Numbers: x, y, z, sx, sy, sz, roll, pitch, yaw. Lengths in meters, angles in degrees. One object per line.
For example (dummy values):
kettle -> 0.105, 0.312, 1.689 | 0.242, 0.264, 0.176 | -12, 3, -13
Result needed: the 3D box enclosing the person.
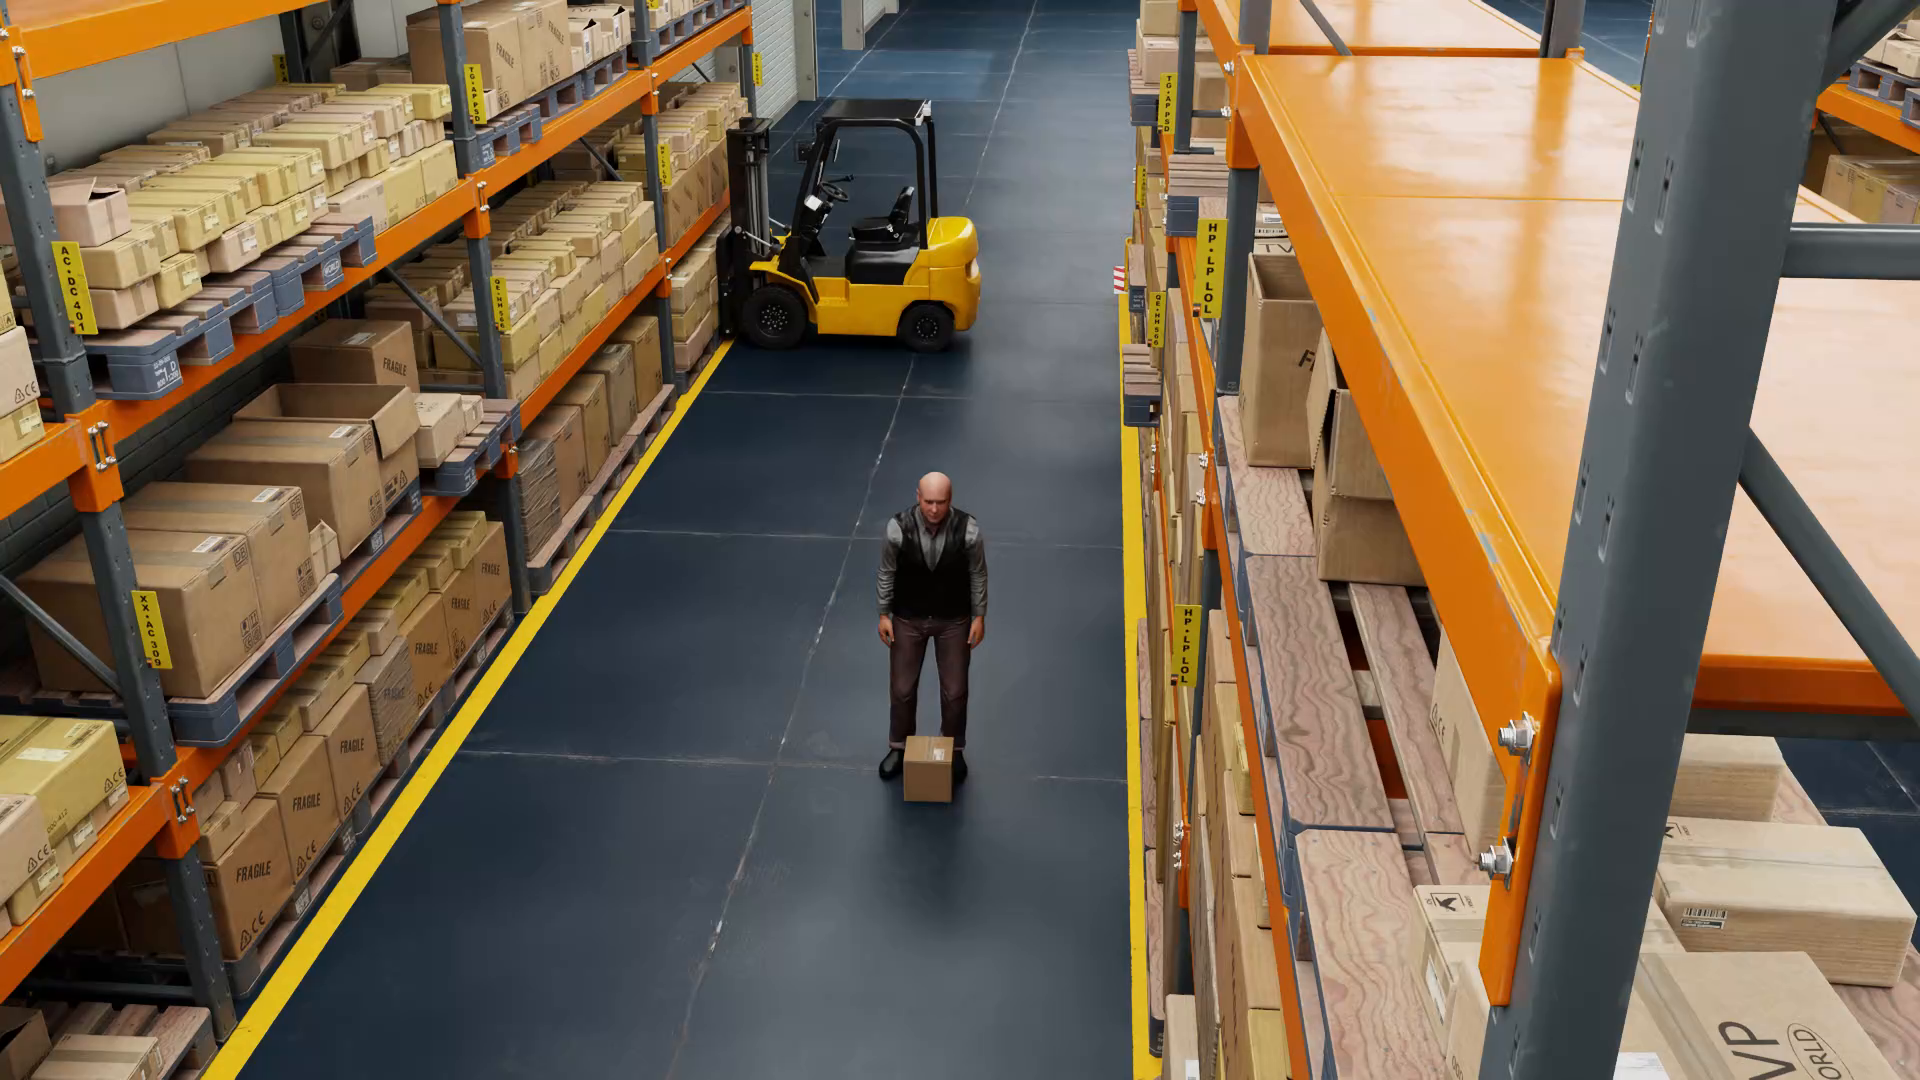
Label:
person -> -0.145, 0.419, 8.709 | 0.581, 1.719, 0.421 | 1, 24, 1
